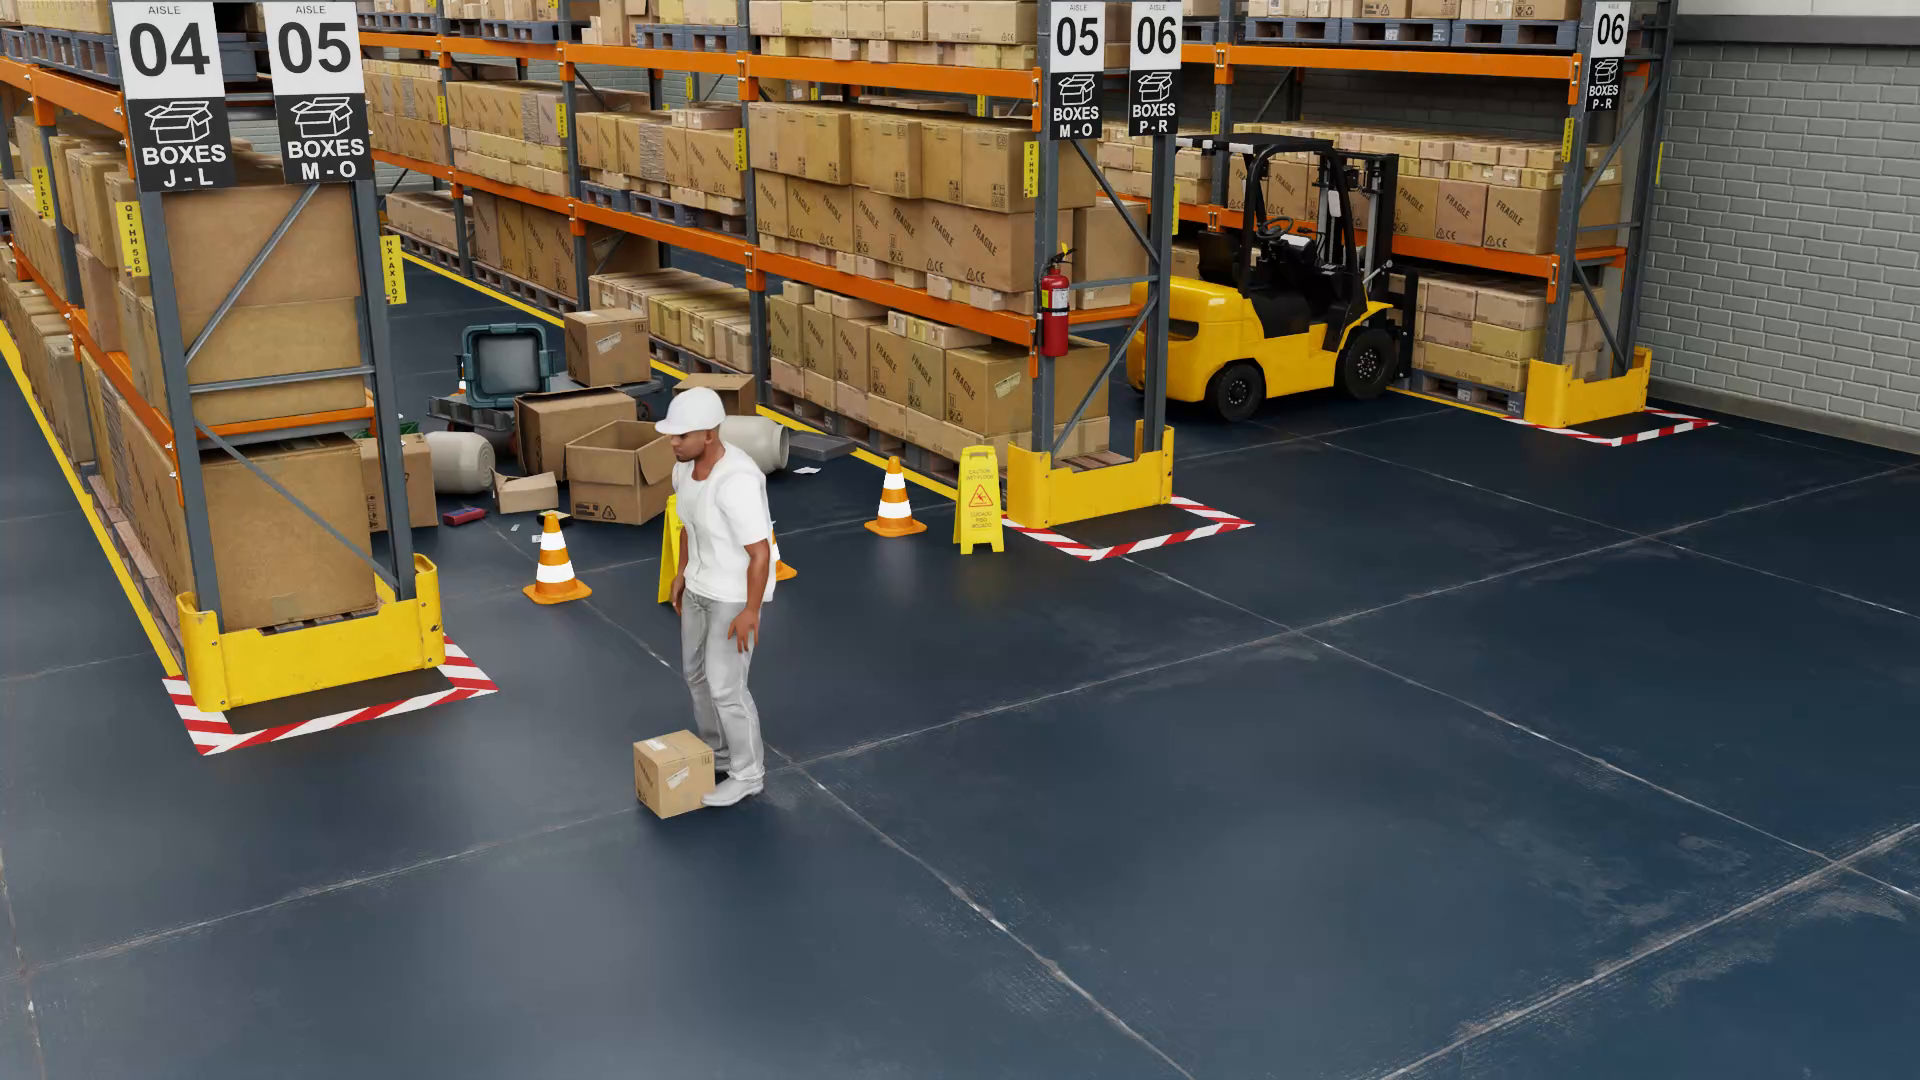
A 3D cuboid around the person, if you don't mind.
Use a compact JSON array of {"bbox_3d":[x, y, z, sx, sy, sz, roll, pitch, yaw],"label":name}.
[{"bbox_3d":[-1.008,0.221,6.847,0.461,1.759,0.628,-13,22,-34],"label":"person"}]
